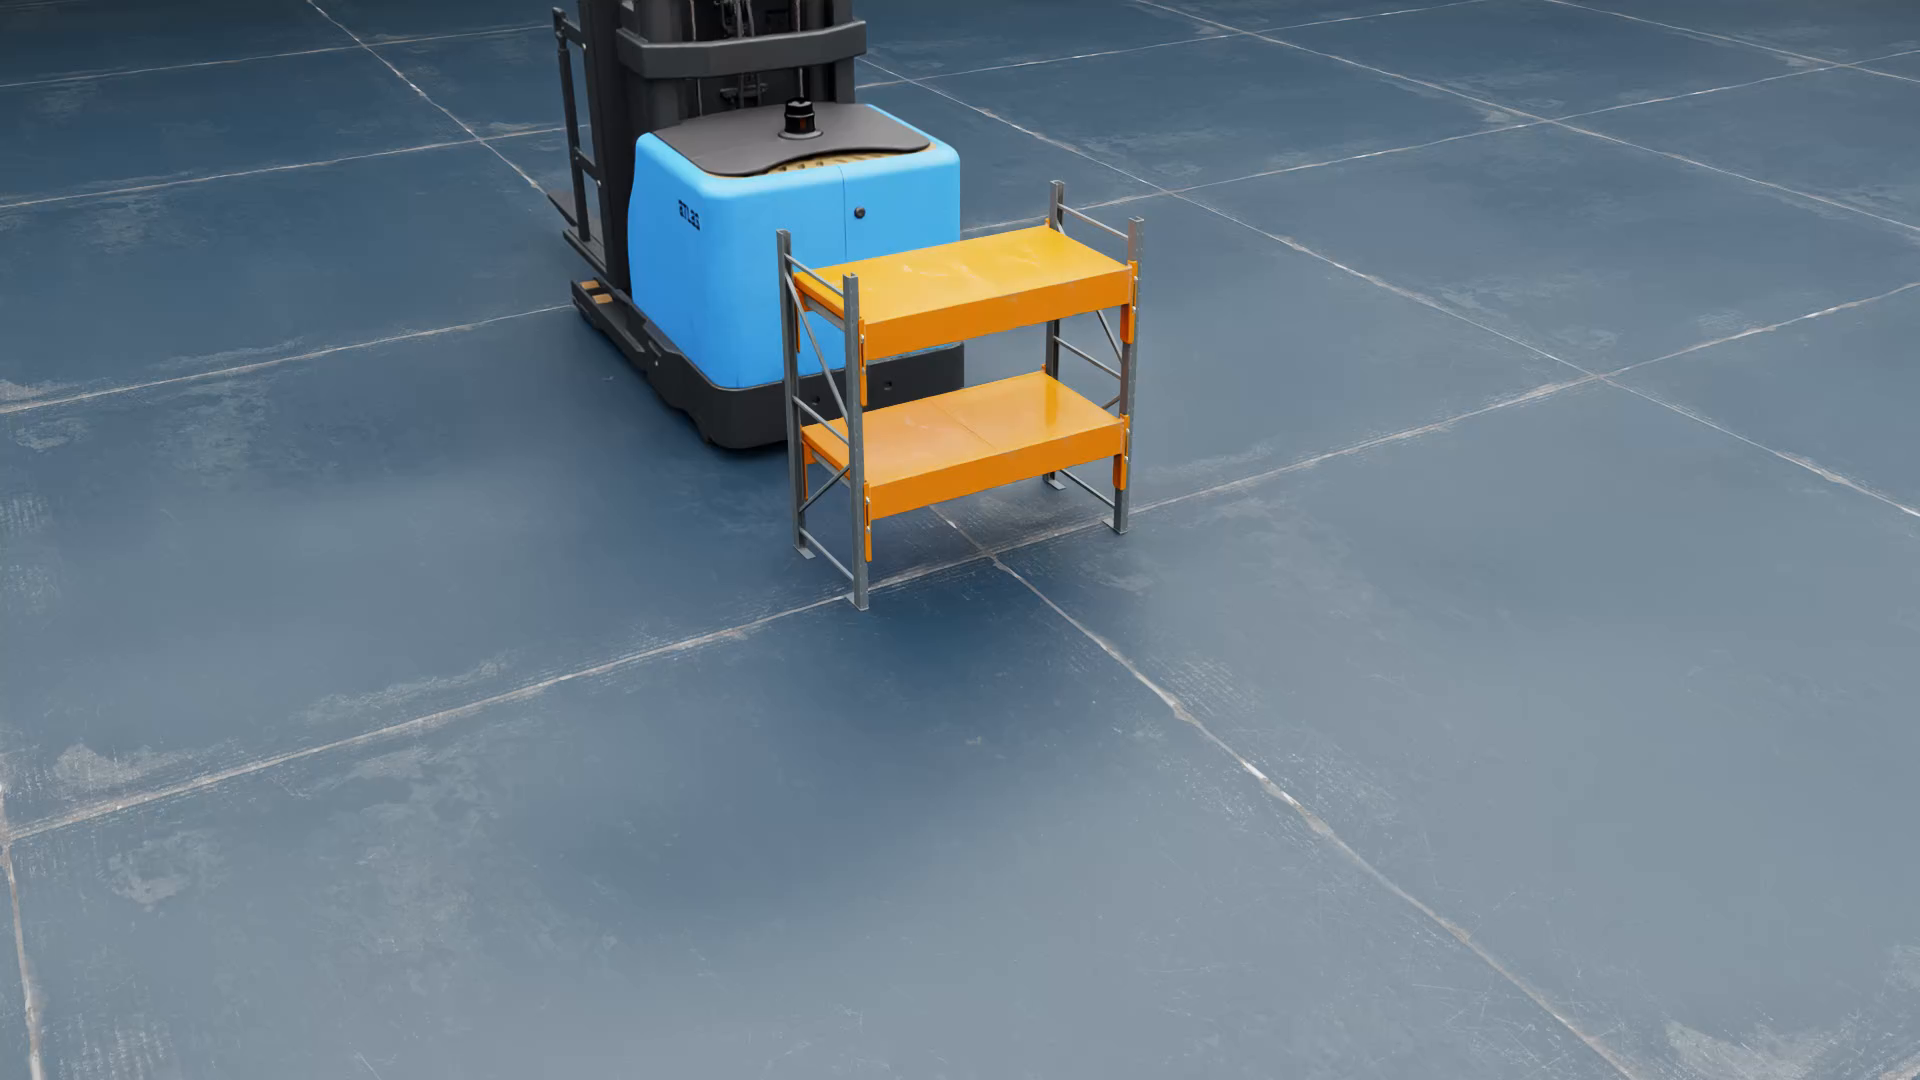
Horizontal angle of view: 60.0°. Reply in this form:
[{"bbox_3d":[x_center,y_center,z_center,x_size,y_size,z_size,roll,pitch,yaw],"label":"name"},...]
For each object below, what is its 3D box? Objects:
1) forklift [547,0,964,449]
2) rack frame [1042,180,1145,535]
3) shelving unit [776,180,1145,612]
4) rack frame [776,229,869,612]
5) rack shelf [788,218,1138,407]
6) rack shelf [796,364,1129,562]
[{"bbox_3d":[-1.116,-2.308,6.899,1.130,2.935,3.031,-14,32,-24],"label":"forklift"},{"bbox_3d":[0.444,-0.619,5.707,0.032,1.125,0.500,-16,33,-26],"label":"rack frame"},{"bbox_3d":[0.006,-0.494,5.481,1.048,1.125,0.538,-16,33,-26],"label":"shelving unit"},{"bbox_3d":[-0.432,-0.370,5.256,0.032,1.125,0.500,-16,33,-26],"label":"rack frame"},{"bbox_3d":[0.006,-0.750,5.340,1.000,0.278,0.538,-16,33,-26],"label":"rack shelf"},{"bbox_3d":[0.006,-0.280,5.599,1.000,0.278,0.538,-16,33,-26],"label":"rack shelf"}]
